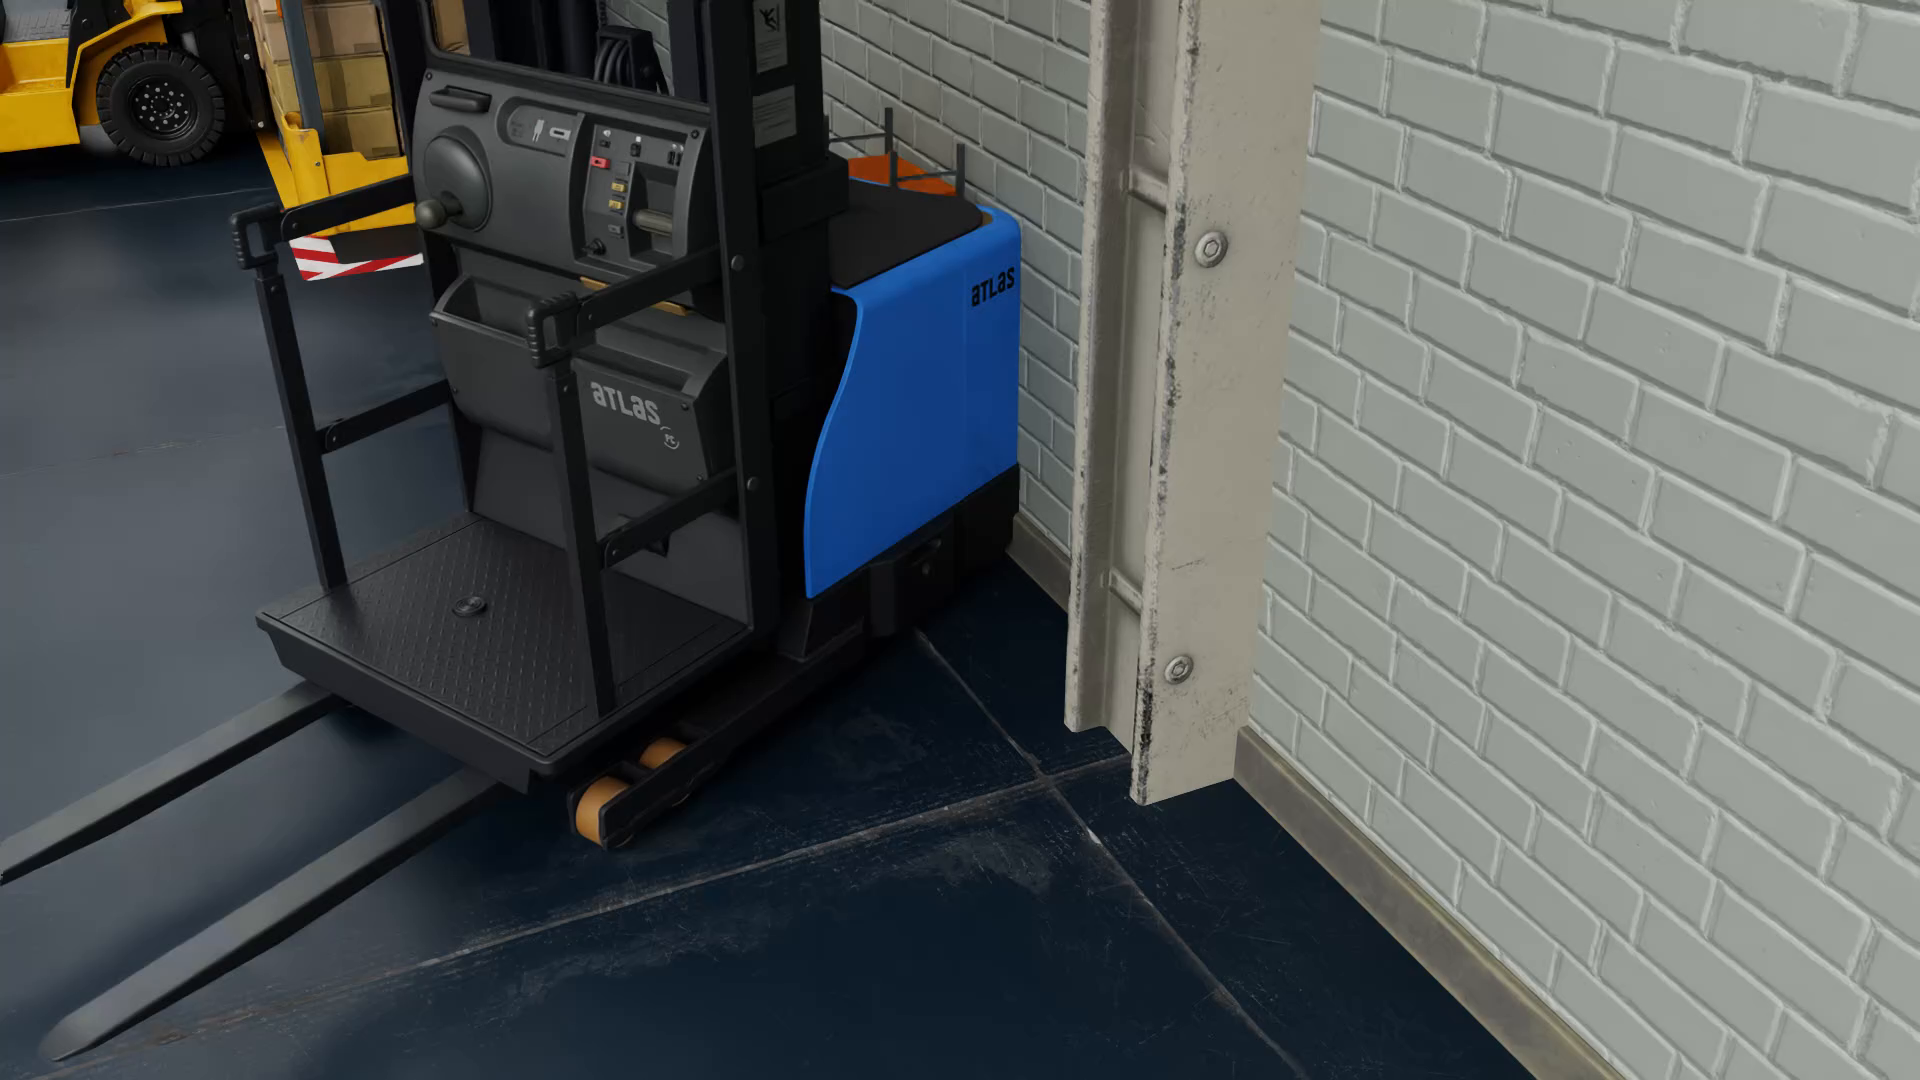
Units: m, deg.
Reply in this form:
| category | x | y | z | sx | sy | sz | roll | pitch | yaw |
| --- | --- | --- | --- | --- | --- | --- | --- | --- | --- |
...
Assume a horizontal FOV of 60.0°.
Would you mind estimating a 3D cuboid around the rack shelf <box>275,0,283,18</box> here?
| category | x | y | z | sx | sy | sz | roll | pitch | yaw |
| --- | --- | --- | --- | --- | --- | --- | --- | --- | --- |
| rack shelf | -3.453 | -3.497 | 9.155 | 1.077 | 0.370 | 4.000 | -13 | 32 | -22 |

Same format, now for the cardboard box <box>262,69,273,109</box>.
| category | x | y | z | sx | sy | sz | roll | pitch | yaw |
| --- | --- | --- | --- | --- | --- | --- | --- | --- | --- |
| cardboard box | -3.493 | -2.497 | 9.018 | 0.500 | 0.250 | 0.500 | -13 | 32 | -21 |

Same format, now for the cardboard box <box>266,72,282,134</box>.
| category | x | y | z | sx | sy | sz | roll | pitch | yaw |
| --- | --- | --- | --- | --- | --- | --- | --- | --- | --- |
| cardboard box | -3.287 | -2.274 | 8.621 | 0.500 | 0.250 | 0.500 | -13 | 32 | -22 |

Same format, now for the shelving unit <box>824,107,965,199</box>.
| category | x | y | z | sx | sy | sz | roll | pitch | yaw |
| --- | --- | --- | --- | --- | --- | --- | --- | --- | --- |
| shelving unit | -0.220 | -0.711 | 5.302 | 0.258 | 1.200 | 0.503 | -13 | 31 | -25 |

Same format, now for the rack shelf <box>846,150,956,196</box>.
| category | x | y | z | sx | sy | sz | roll | pitch | yaw |
| --- | --- | --- | --- | --- | --- | --- | --- | --- | --- |
| rack shelf | -0.213 | -1.059 | 5.120 | 0.258 | 0.148 | 0.480 | -13 | 31 | -25 |

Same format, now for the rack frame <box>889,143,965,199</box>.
| category | x | y | z | sx | sy | sz | roll | pitch | yaw |
| --- | --- | --- | --- | --- | --- | --- | --- | --- | --- |
| rack frame | -0.106 | -0.609 | 5.112 | 0.240 | 1.200 | 0.015 | -13 | 31 | -25 |

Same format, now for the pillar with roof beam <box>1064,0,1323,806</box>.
| category | x | y | z | sx | sy | sz | roll | pitch | yaw |
| --- | --- | --- | --- | --- | --- | --- | --- | --- | --- |
| pillar with roof beam | -3.392 | -2.487 | 0.484 | 9.100 | 9.000 | 0.400 | -13 | 32 | -22 |

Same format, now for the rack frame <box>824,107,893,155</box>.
| category | x | y | z | sx | sy | sz | roll | pitch | yaw |
| --- | --- | --- | --- | --- | --- | --- | --- | --- | --- |
| rack frame | -0.334 | -0.813 | 5.493 | 0.240 | 1.200 | 0.015 | -13 | 31 | -25 |

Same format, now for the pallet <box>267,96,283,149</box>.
| category | x | y | z | sx | sy | sz | roll | pitch | yaw |
| --- | --- | --- | --- | --- | --- | --- | --- | --- | --- |
| pallet | -3.481 | -2.578 | 9.632 | 1.003 | 0.211 | 1.213 | -13 | 32 | -22 |

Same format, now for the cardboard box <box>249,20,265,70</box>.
| category | x | y | z | sx | sy | sz | roll | pitch | yaw |
| --- | --- | --- | --- | --- | --- | --- | --- | --- | --- |
| cardboard box | -3.532 | -2.726 | 8.916 | 0.500 | 0.250 | 0.500 | -14 | 32 | -23 |

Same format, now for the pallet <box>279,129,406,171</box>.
| category | x | y | z | sx | sy | sz | roll | pitch | yaw |
| --- | --- | --- | --- | --- | --- | --- | --- | --- | --- |
| pallet | -2.961 | -2.040 | 8.672 | 1.003 | 0.211 | 1.213 | -13 | 32 | -22 |

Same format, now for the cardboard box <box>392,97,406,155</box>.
| category | x | y | z | sx | sy | sz | roll | pitch | yaw |
| --- | --- | --- | --- | --- | --- | --- | --- | --- | --- |
| cardboard box | -2.629 | -2.169 | 8.434 | 0.500 | 0.250 | 0.500 | -13 | 32 | -22 |

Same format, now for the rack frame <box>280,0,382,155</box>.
| category | x | y | z | sx | sy | sz | roll | pitch | yaw |
| --- | --- | --- | --- | --- | --- | --- | --- | --- | --- |
| rack frame | -2.595 | -2.927 | 7.404 | 1.000 | 3.000 | 0.127 | -13 | 32 | -22 |

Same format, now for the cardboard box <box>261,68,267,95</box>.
| category | x | y | z | sx | sy | sz | roll | pitch | yaw |
| --- | --- | --- | --- | --- | --- | --- | --- | --- | --- |
| cardboard box | -3.737 | -2.722 | 9.419 | 0.500 | 0.250 | 0.500 | -12 | 31 | -20 |

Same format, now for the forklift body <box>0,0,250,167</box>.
| category | x | y | z | sx | sy | sz | roll | pitch | yaw |
| --- | --- | --- | --- | --- | --- | --- | --- | --- | --- |
| forklift body | -5.056 | -3.012 | 8.422 | 2.313 | 2.155 | 1.214 | -13 | 32 | -22 |

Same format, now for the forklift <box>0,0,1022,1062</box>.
| category | x | y | z | sx | sy | sz | roll | pitch | yaw |
| --- | --- | --- | --- | --- | --- | --- | --- | --- | --- |
| forklift | -1.068 | -0.817 | 3.710 | 1.130 | 2.935 | 3.031 | 19 | 35 | 30 |

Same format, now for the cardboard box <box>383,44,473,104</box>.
| category | x | y | z | sx | sy | sz | roll | pitch | yaw |
| --- | --- | --- | --- | --- | --- | --- | --- | --- | --- |
| cardboard box | -2.609 | -2.381 | 8.299 | 0.500 | 0.250 | 0.500 | -12 | 32 | -21 |

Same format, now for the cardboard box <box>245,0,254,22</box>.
| category | x | y | z | sx | sy | sz | roll | pitch | yaw |
| --- | --- | --- | --- | --- | --- | --- | --- | --- | --- |
| cardboard box | -3.524 | -2.930 | 8.769 | 0.500 | 0.250 | 0.500 | -13 | 32 | -21 |

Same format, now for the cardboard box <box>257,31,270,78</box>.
| category | x | y | z | sx | sy | sz | roll | pitch | yaw |
| --- | --- | --- | --- | --- | --- | --- | --- | --- | --- |
| cardboard box | -3.292 | -2.503 | 8.517 | 0.500 | 0.250 | 0.500 | -13 | 32 | -22 |

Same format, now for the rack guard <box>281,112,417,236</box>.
| category | x | y | z | sx | sy | sz | roll | pitch | yaw |
| --- | --- | --- | --- | --- | --- | --- | --- | --- | --- |
| rack guard | -2.584 | -1.827 | 7.996 | 1.175 | 0.500 | 0.348 | -13 | 32 | -22 |

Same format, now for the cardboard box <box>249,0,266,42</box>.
| category | x | y | z | sx | sy | sz | roll | pitch | yaw |
| --- | --- | --- | --- | --- | --- | --- | --- | --- | --- |
| cardboard box | -3.299 | -2.710 | 8.375 | 0.500 | 0.250 | 0.500 | -12 | 32 | -21 |

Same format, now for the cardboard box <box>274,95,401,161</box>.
| category | x | y | z | sx | sy | sz | roll | pitch | yaw |
| --- | --- | --- | --- | --- | --- | --- | --- | --- | --- |
| cardboard box | -3.082 | -2.053 | 8.225 | 0.500 | 0.250 | 0.500 | -13 | 32 | -22 |

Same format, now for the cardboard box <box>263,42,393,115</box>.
| category | x | y | z | sx | sy | sz | roll | pitch | yaw |
| --- | --- | --- | --- | --- | --- | --- | --- | --- | --- |
| cardboard box | -3.086 | -2.279 | 8.118 | 0.500 | 0.250 | 0.500 | -14 | 32 | -23 |

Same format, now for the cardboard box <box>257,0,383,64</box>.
| category | x | y | z | sx | sy | sz | roll | pitch | yaw |
| --- | --- | --- | --- | --- | --- | --- | --- | --- | --- |
| cardboard box | -3.074 | -2.485 | 7.975 | 0.500 | 0.250 | 0.500 | -12 | 31 | -20 |

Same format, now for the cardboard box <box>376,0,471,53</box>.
| category | x | y | z | sx | sy | sz | roll | pitch | yaw |
| --- | --- | --- | --- | --- | --- | --- | --- | --- | --- |
| cardboard box | -2.630 | -2.599 | 8.179 | 0.500 | 0.250 | 0.500 | -14 | 32 | -23 |
